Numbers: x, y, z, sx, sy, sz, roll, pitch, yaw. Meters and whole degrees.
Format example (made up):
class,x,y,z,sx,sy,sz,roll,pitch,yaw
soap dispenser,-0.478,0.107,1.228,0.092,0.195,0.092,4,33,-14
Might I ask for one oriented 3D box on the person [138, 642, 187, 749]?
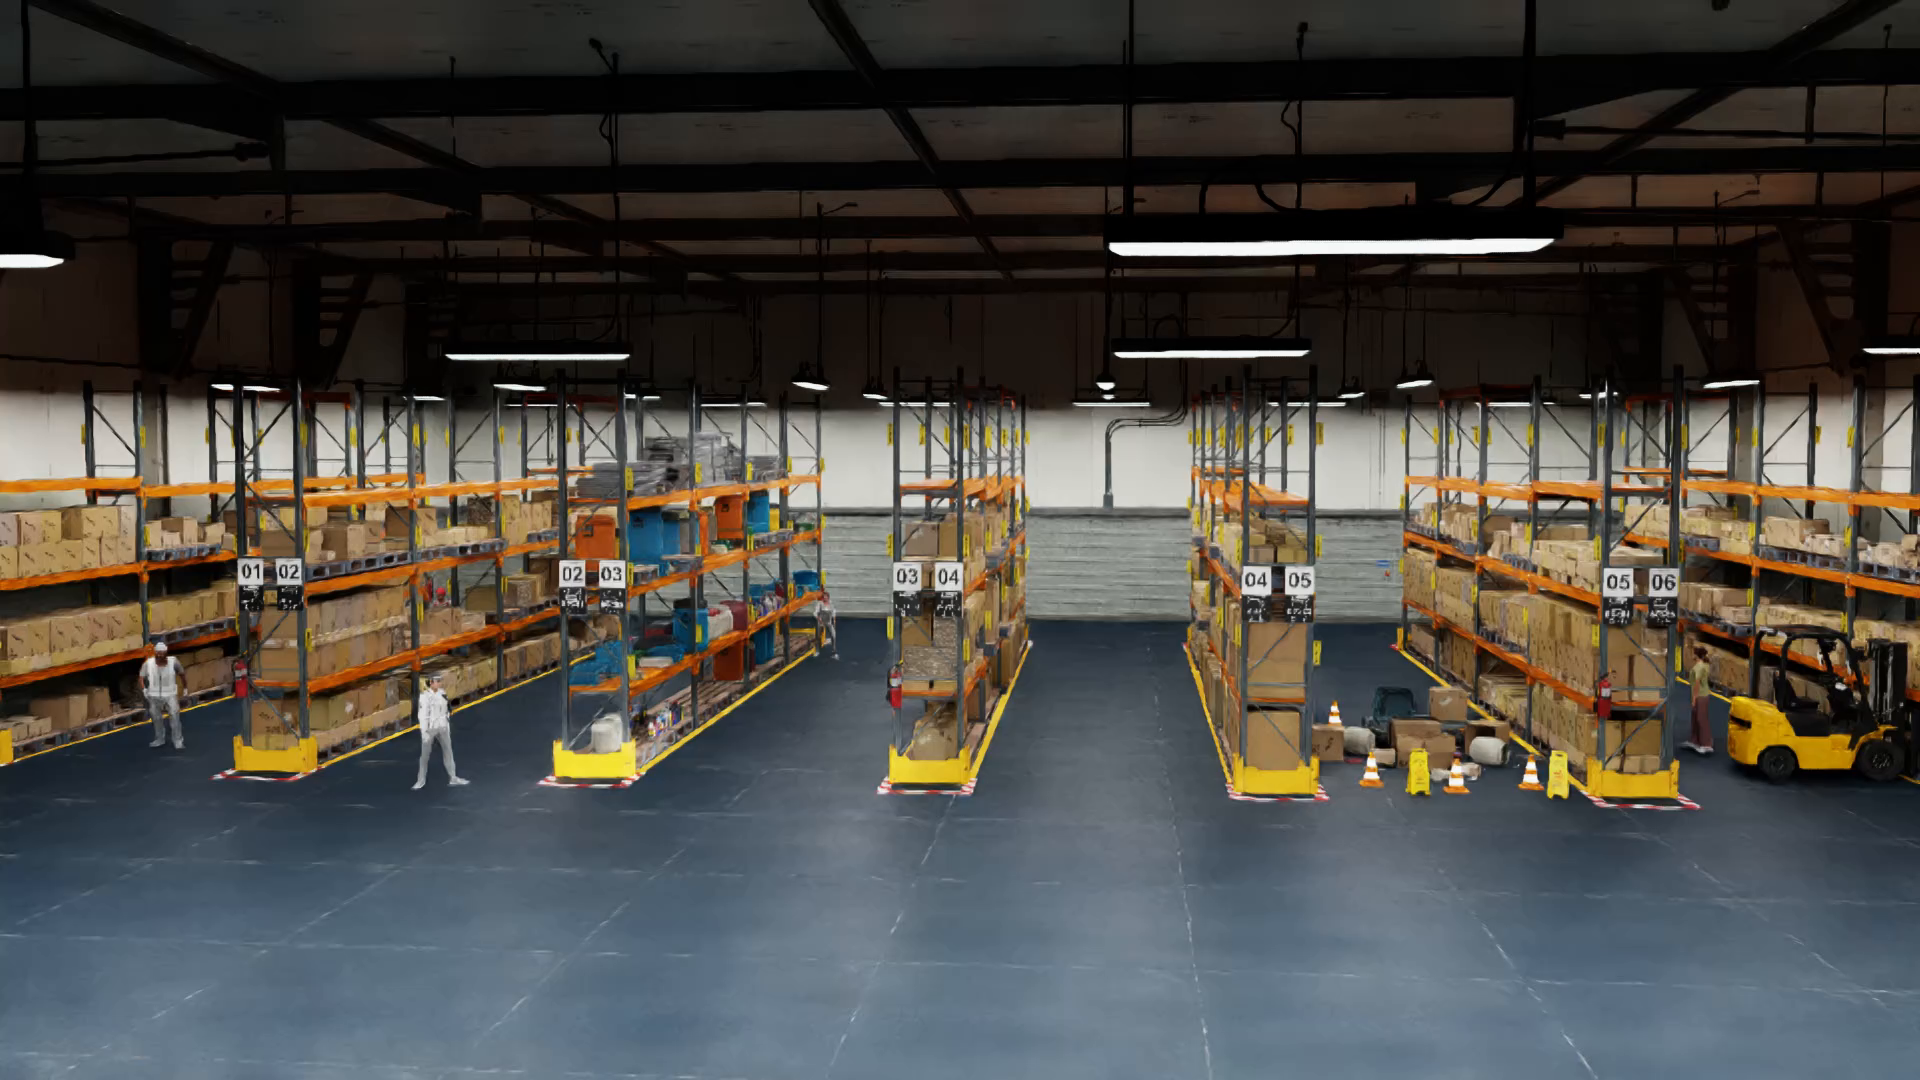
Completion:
class,x,y,z,sx,sy,sz,roll,pitch,yaw
person,-12.747,2.477,26.615,0.698,1.714,0.792,-1,4,-14

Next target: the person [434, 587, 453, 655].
class,x,y,z,sx,sy,sz,roll,pitch,yaw
person,-11.305,1.877,36.323,0.553,1.709,1.123,1,4,8

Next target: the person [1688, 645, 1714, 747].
class,x,y,z,sx,sy,sz,roll,pitch,yaw
person,11.805,2.475,26.463,0.432,1.603,0.529,2,4,34

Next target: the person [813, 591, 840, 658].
class,x,y,z,sx,sy,sz,roll,pitch,yaw
person,-3.036,1.891,37.588,0.547,1.528,0.777,-1,4,-14

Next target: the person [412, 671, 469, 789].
class,x,y,z,sx,sy,sz,roll,pitch,yaw
person,-7.434,2.684,23.678,0.548,1.672,0.685,3,5,41
